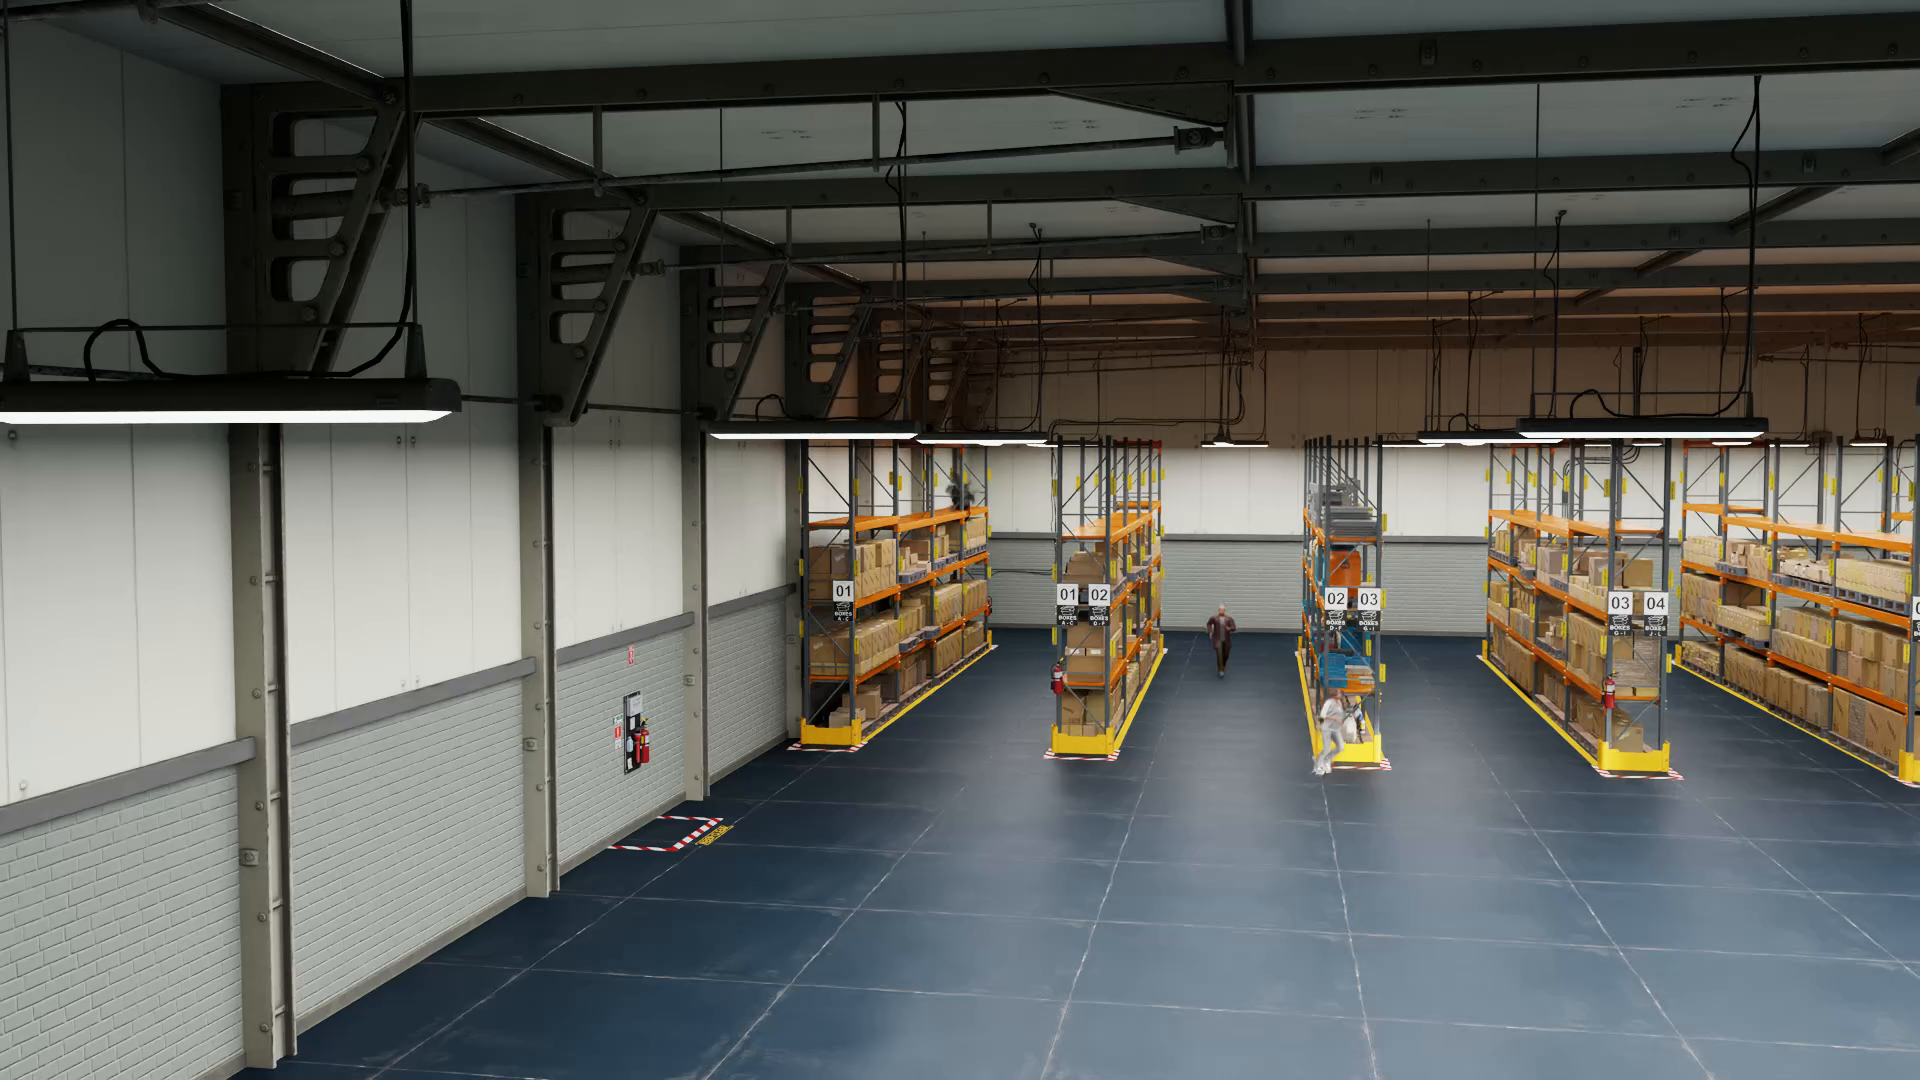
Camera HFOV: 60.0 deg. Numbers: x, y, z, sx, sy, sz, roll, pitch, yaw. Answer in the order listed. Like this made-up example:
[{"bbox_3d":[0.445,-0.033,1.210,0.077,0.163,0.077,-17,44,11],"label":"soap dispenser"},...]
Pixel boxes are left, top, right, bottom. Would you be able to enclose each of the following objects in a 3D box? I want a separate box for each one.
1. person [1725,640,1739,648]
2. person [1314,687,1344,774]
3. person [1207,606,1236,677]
[{"bbox_3d":[20.857,2.476,45.311,0.675,1.580,0.603,-1,3,-24],"label":"person"},{"bbox_3d":[6.595,3.356,29.318,0.544,1.536,0.568,-2,4,-30],"label":"person"},{"bbox_3d":[6.637,2.536,42.162,0.710,1.753,1.055,0,3,-1],"label":"person"}]
